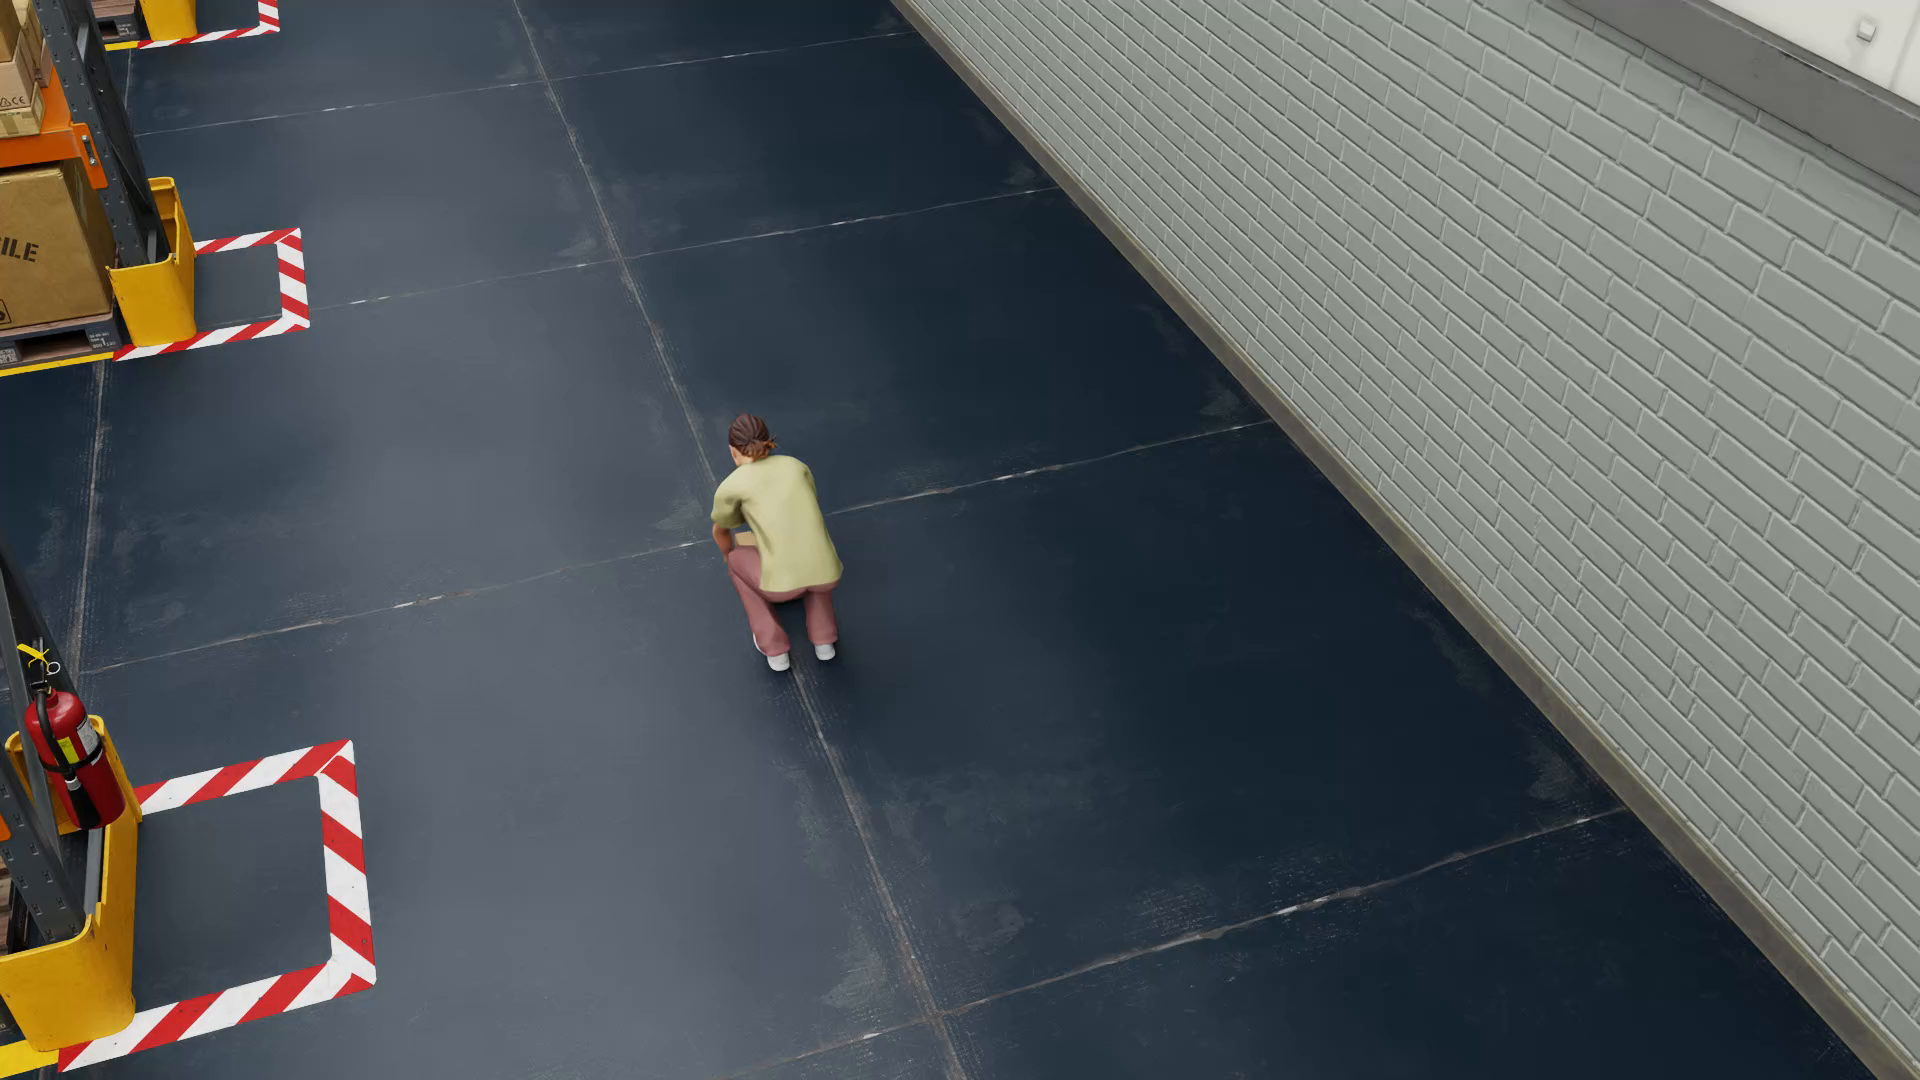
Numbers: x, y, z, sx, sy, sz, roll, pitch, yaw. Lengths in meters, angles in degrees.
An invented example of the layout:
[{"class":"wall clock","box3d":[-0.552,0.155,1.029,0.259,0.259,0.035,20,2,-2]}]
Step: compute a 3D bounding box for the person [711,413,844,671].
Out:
[{"class":"person","box3d":[-0.804,0.031,7.278,0.496,1.023,0.777,-13,40,-16]}]
